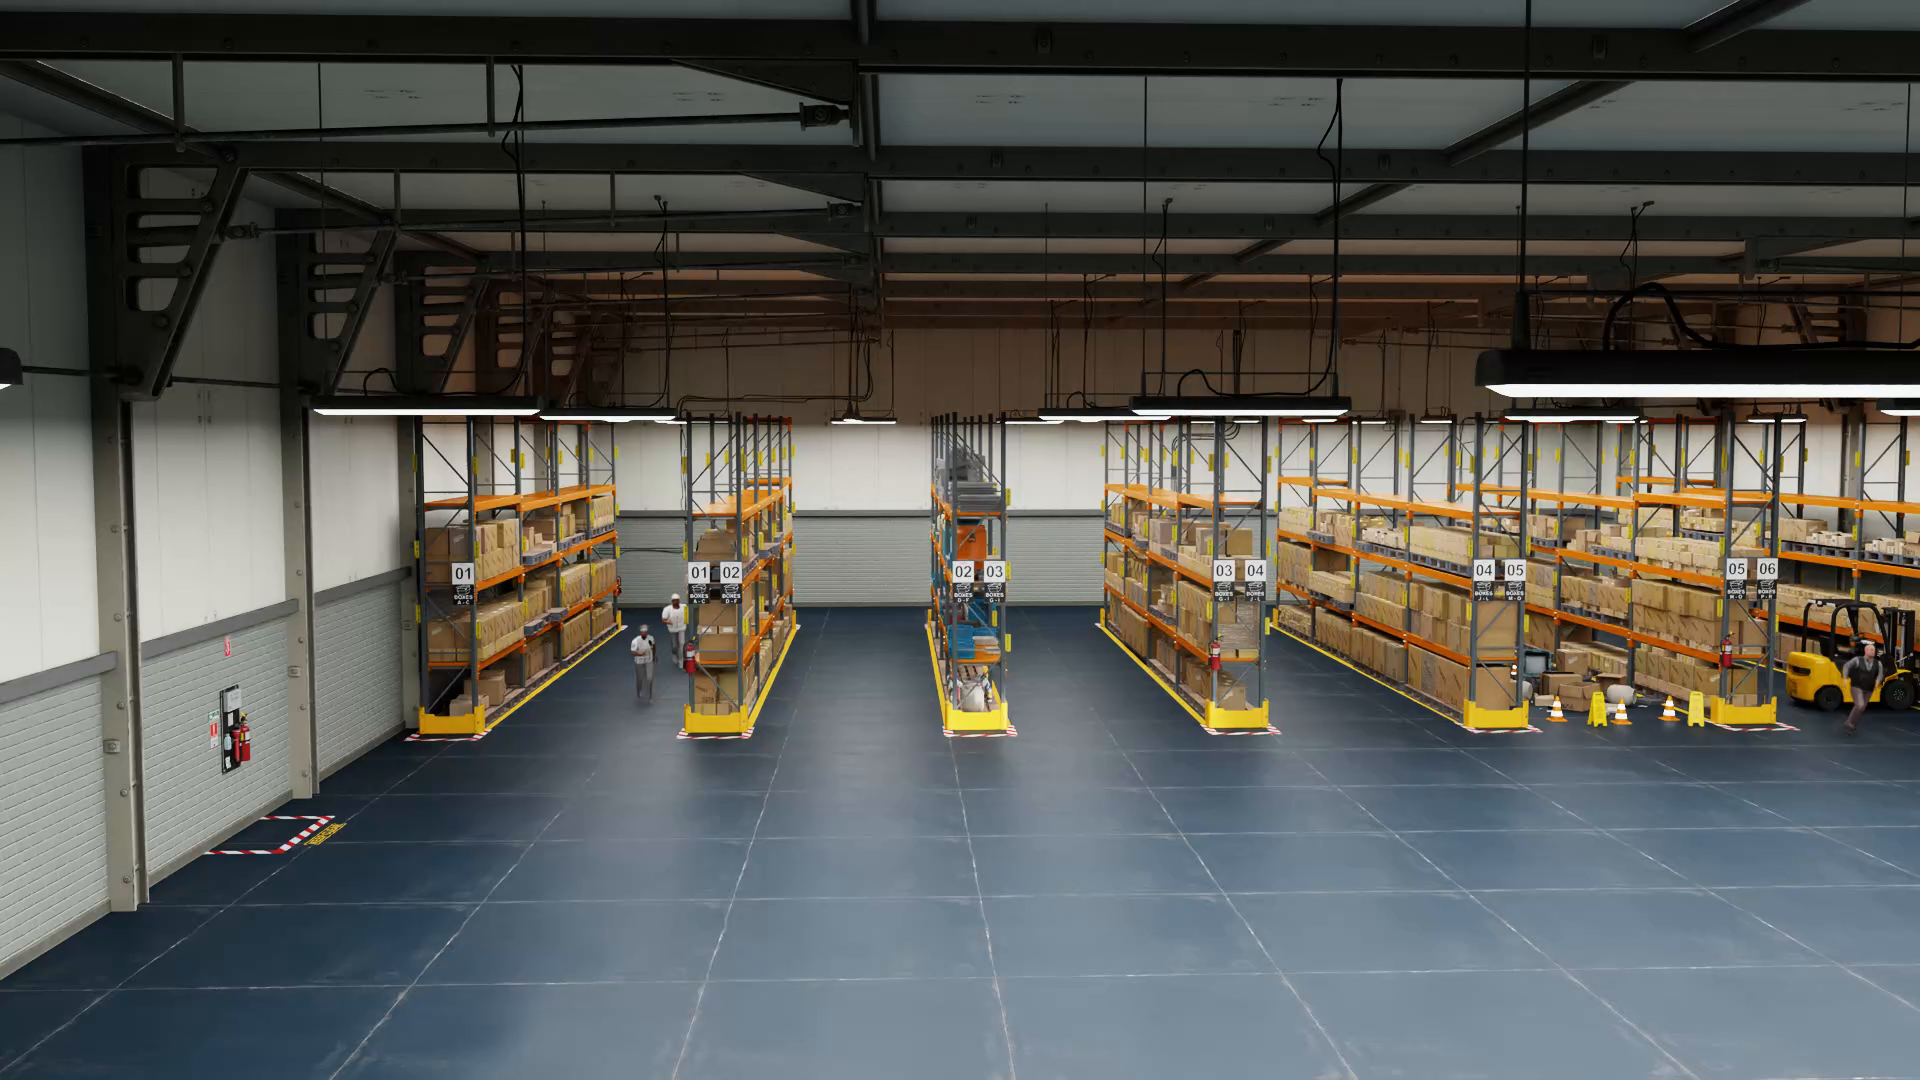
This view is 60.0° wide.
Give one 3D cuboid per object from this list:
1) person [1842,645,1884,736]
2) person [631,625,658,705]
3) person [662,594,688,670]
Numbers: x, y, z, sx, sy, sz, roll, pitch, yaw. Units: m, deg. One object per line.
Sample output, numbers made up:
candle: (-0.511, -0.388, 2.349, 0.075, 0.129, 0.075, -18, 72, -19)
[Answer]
person: (16.679, 2.763, 30.802, 0.736, 1.671, 0.803, 0, 4, 2)
person: (-6.549, 2.556, 34.486, 0.575, 1.661, 0.955, -1, 4, -17)
person: (-6.749, 2.150, 39.533, 0.662, 1.769, 0.976, -1, 4, -13)
